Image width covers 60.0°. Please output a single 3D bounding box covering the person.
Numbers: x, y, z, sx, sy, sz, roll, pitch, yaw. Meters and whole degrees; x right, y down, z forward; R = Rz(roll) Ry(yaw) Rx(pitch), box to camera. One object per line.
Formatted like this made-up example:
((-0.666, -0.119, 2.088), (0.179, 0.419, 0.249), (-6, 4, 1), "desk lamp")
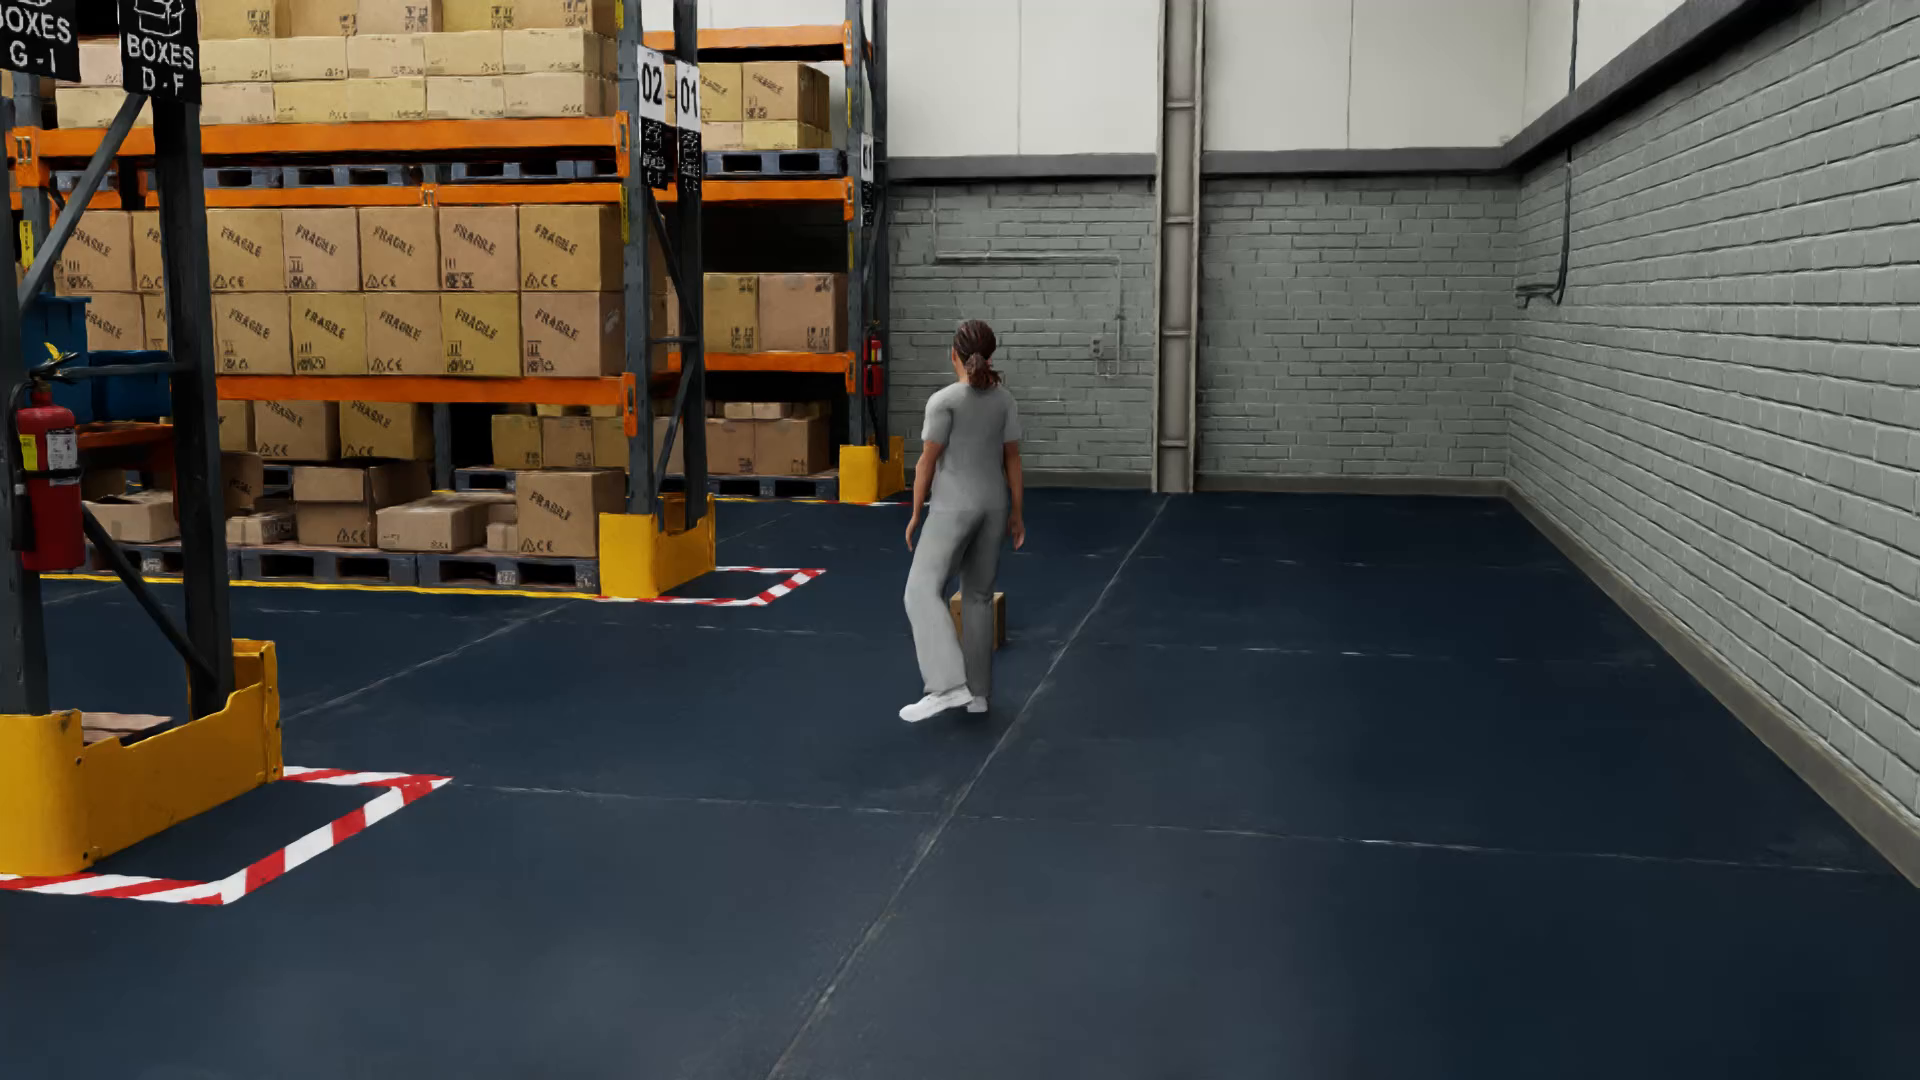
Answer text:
((-0.001, 0.047, 6.930), (0.650, 1.407, 0.502), (-6, 10, -34), "person")
